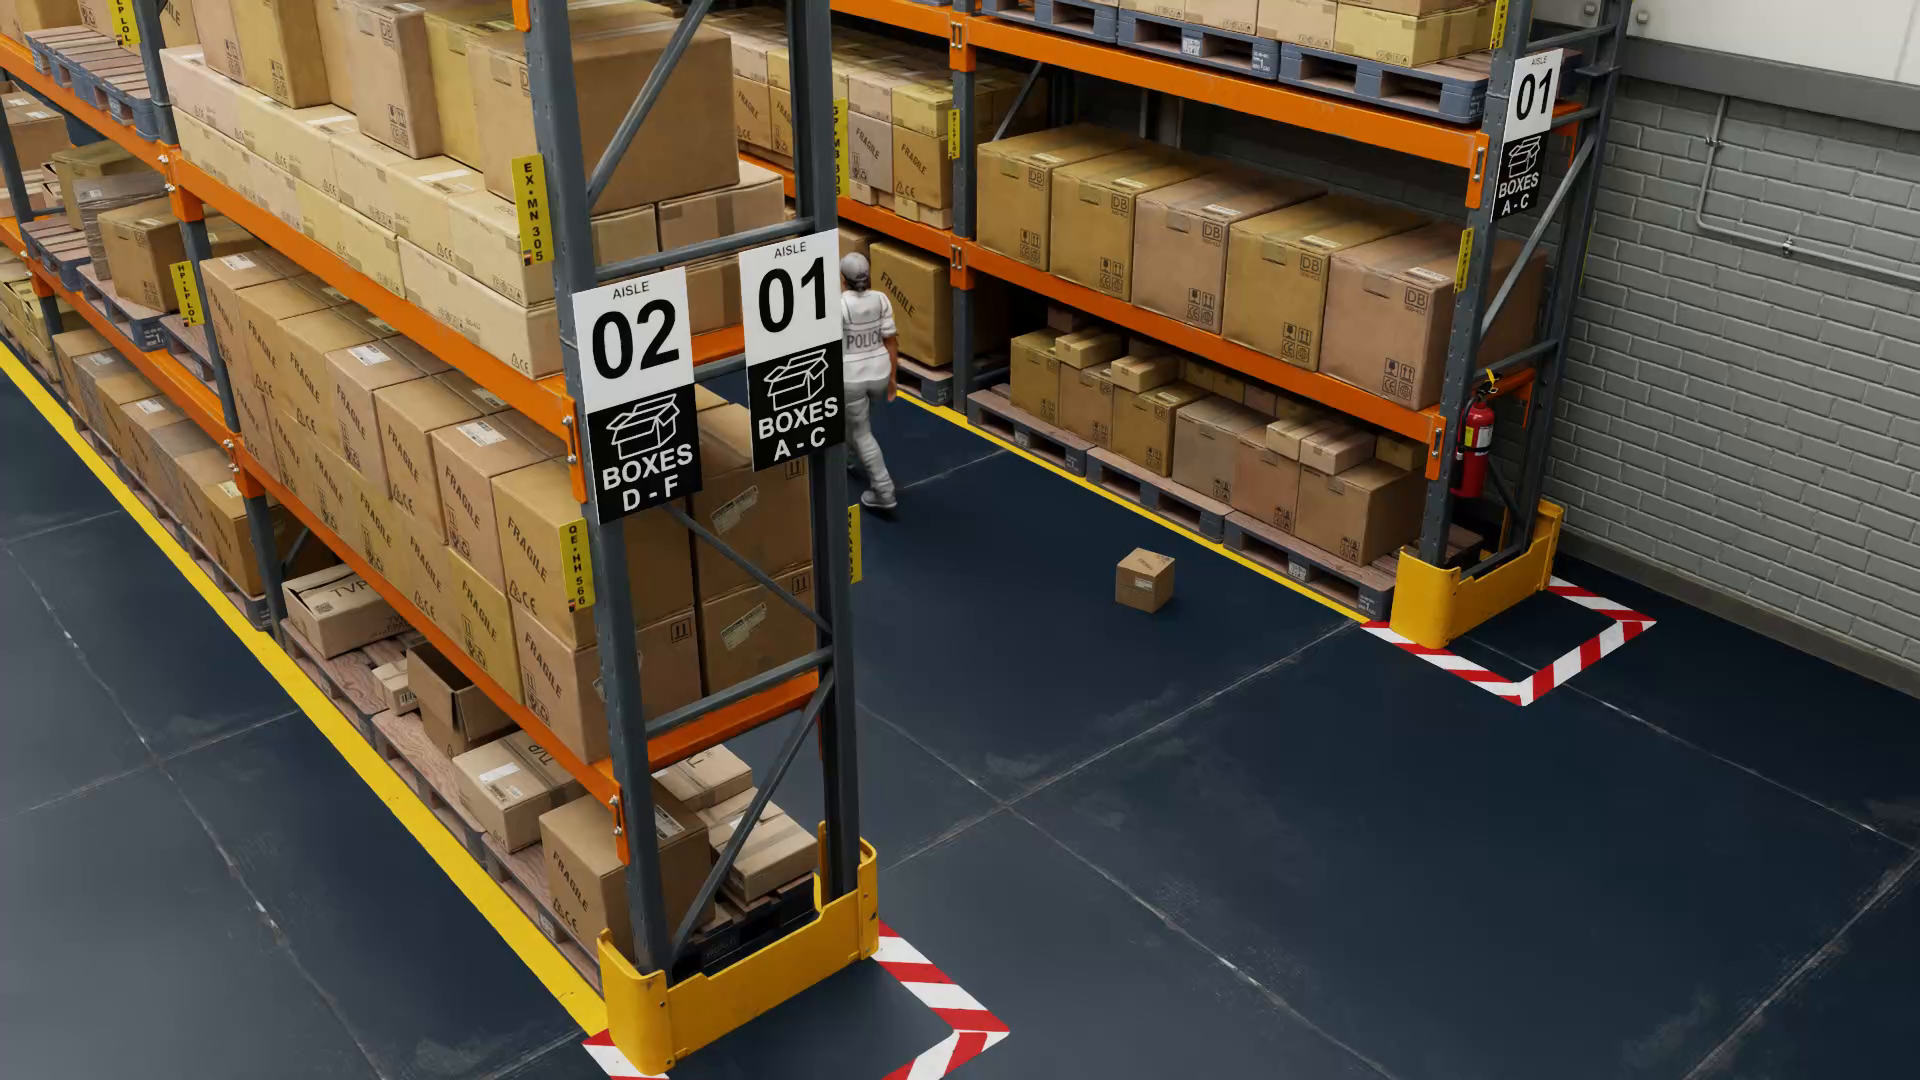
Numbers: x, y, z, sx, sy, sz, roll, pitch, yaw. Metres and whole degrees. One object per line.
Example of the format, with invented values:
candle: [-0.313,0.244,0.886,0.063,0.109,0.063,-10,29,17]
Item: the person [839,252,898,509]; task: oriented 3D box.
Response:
person: [-0.691,-1.066,10.575,0.487,1.599,1.021,-20,34,-33]
